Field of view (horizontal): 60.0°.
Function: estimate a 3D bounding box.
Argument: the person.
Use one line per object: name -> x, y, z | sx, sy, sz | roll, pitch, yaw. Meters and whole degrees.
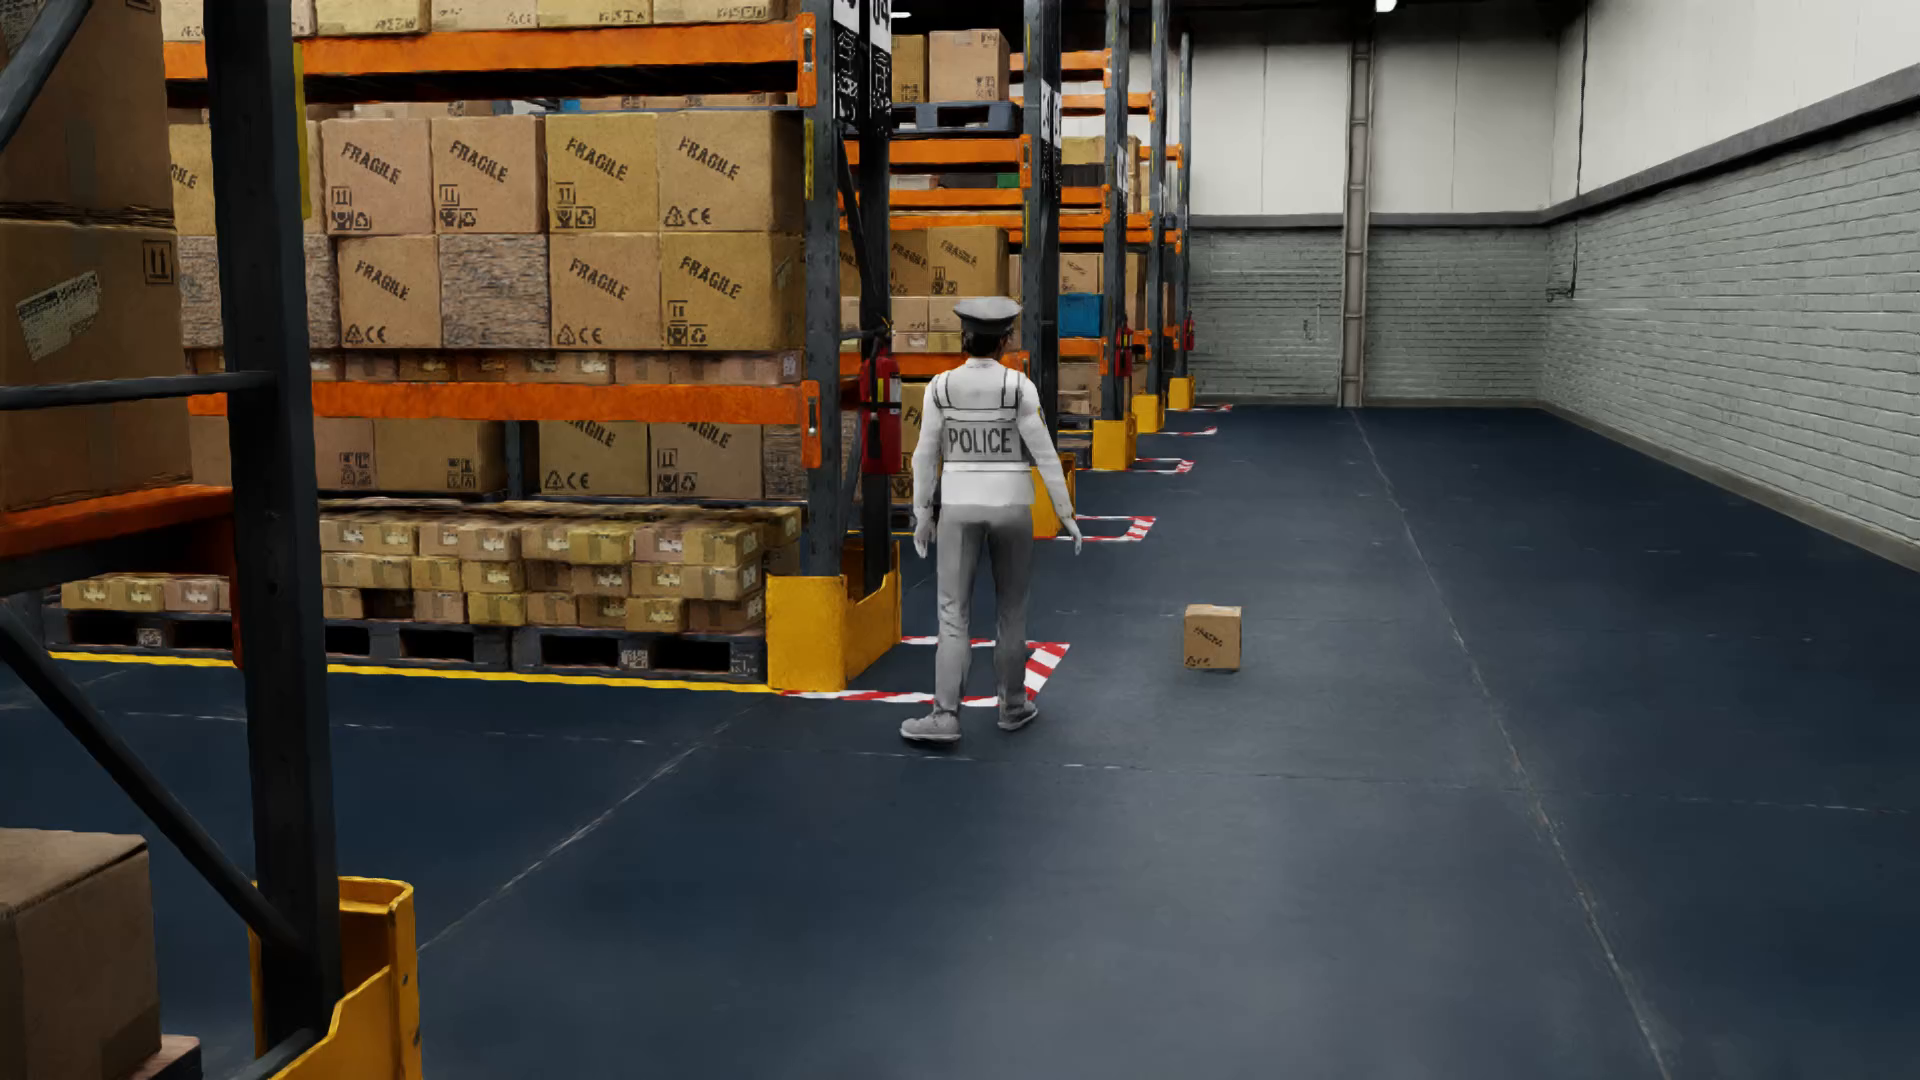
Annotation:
person -> 0.125, -0.087, 6.313 | 0.676, 1.664, 0.608 | 1, 8, 6
